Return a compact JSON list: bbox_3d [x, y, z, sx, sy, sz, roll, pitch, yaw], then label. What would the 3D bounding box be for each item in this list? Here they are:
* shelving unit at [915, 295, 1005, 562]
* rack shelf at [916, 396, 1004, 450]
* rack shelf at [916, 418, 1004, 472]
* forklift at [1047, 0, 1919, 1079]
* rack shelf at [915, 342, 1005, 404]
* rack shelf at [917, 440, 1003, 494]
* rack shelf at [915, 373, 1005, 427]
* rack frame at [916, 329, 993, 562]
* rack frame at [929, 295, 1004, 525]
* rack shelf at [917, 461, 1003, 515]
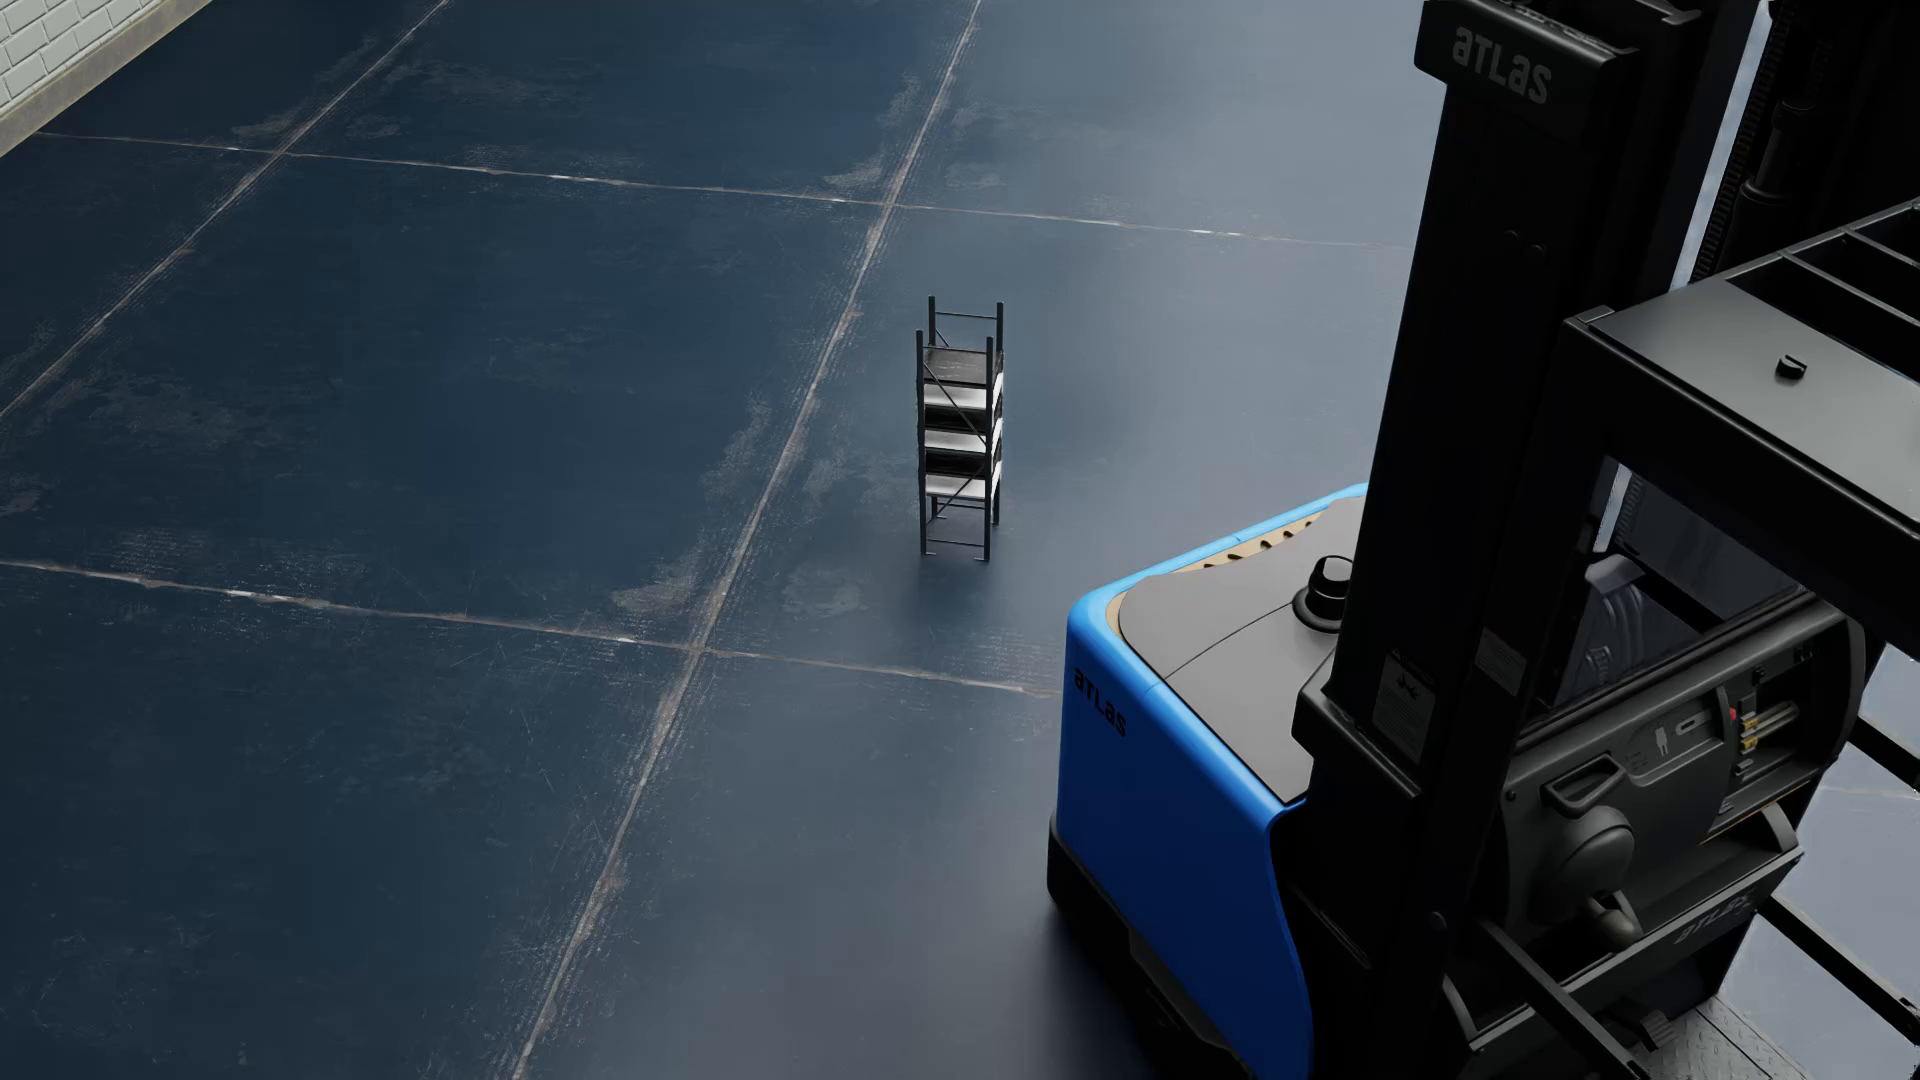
[{"bbox_3d":[0.001,-0.352,5.469,0.258,0.900,0.210,6,40,8],"label":"shelving unit"},{"bbox_3d":[0.001,-0.396,5.433,0.258,0.077,0.200,6,40,8],"label":"rack shelf"},{"bbox_3d":[0.001,-0.326,5.491,0.258,0.077,0.200,6,40,8],"label":"rack shelf"},{"bbox_3d":[1.418,0.492,2.854,1.130,2.935,3.031,-21,44,-23],"label":"forklift"},{"bbox_3d":[0.001,-0.534,5.319,0.258,0.077,0.200,6,40,8],"label":"rack shelf"},{"bbox_3d":[0.001,-0.257,5.548,0.258,0.077,0.200,6,40,8],"label":"rack shelf"},{"bbox_3d":[0.001,-0.465,5.376,0.258,0.077,0.200,6,40,8],"label":"rack shelf"},{"bbox_3d":[-0.016,-0.288,5.392,0.240,0.900,0.006,6,40,8],"label":"rack frame"},{"bbox_3d":[0.019,-0.416,5.547,0.240,0.900,0.006,6,40,8],"label":"rack frame"},{"bbox_3d":[0.001,-0.187,5.605,0.258,0.077,0.200,6,40,8],"label":"rack shelf"}]
